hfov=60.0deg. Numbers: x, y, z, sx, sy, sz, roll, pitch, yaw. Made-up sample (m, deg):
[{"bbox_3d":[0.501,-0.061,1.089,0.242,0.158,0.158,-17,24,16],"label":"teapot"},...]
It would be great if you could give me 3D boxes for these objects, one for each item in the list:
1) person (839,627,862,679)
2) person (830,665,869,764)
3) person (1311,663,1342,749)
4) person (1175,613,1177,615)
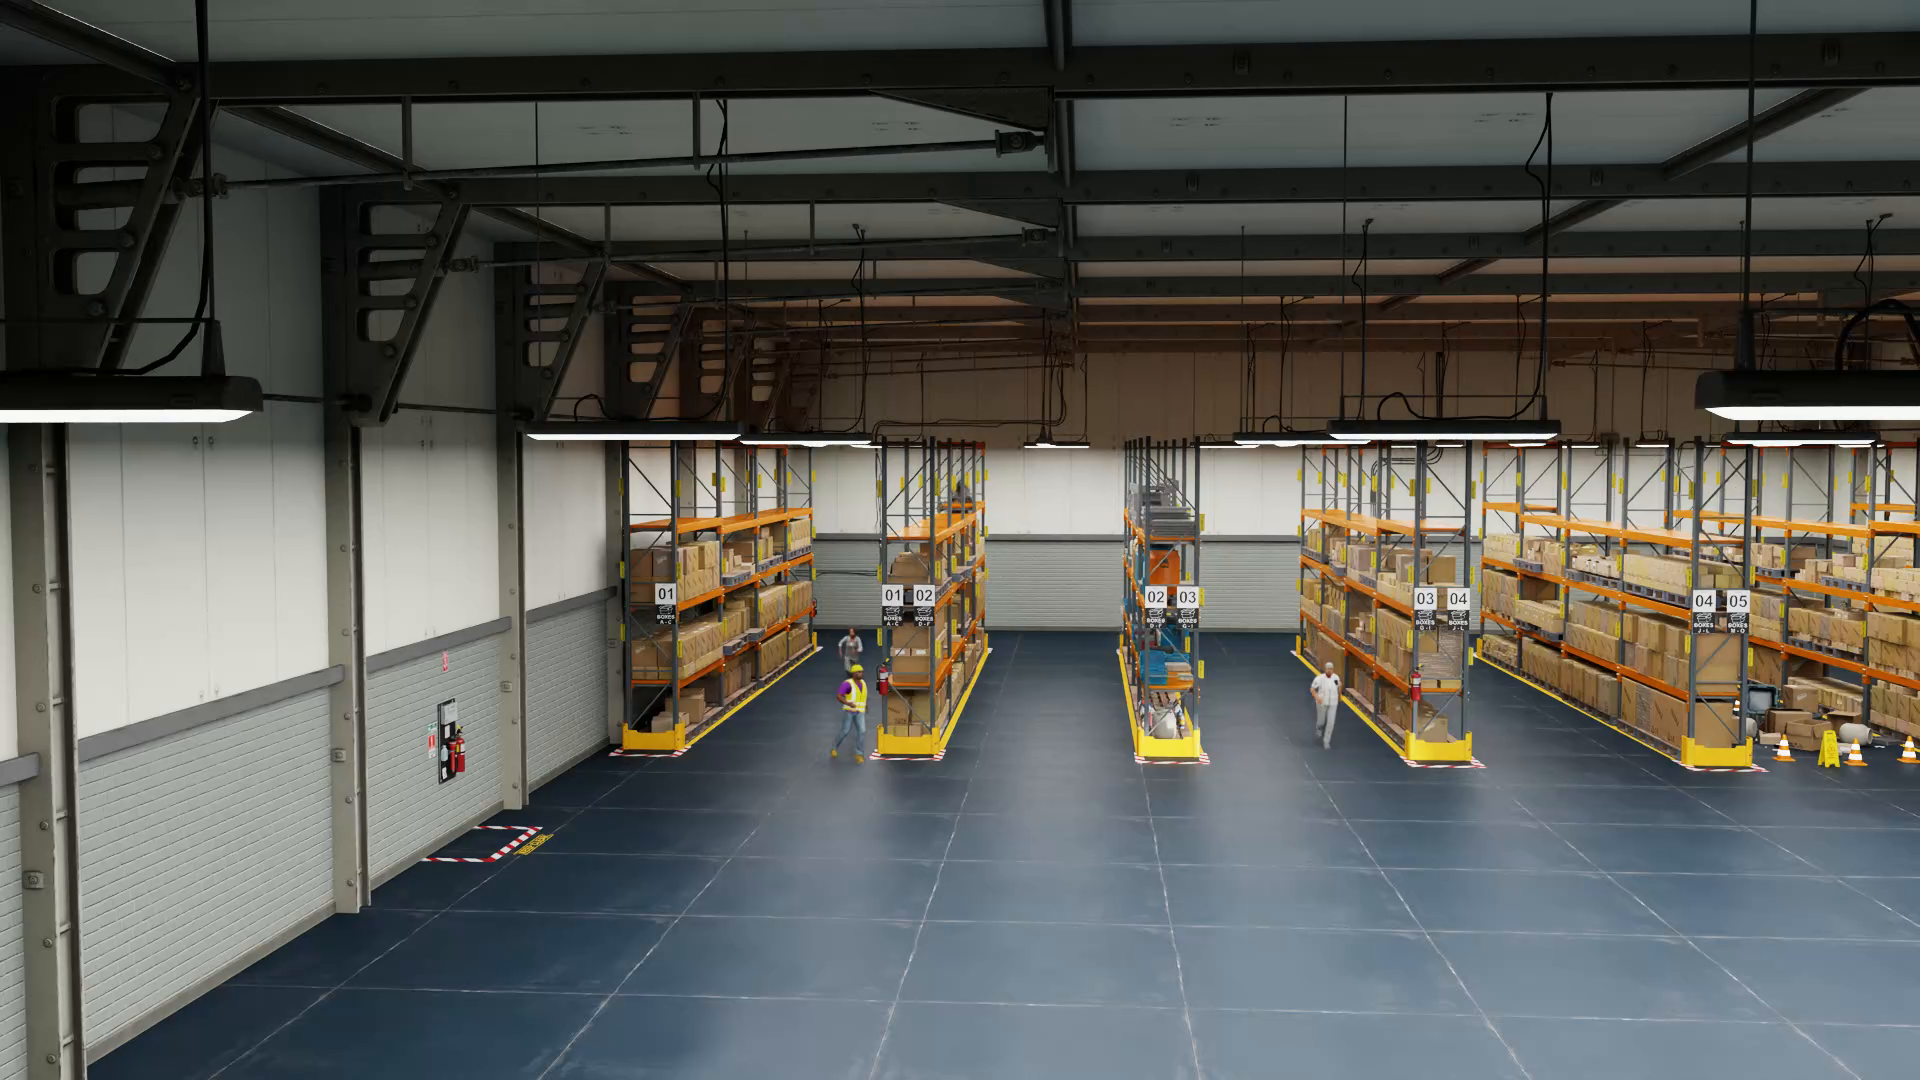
[{"bbox_3d":[-2.588,2.834,39.339,0.569,1.548,0.681,0,3,0],"label":"person"},{"bbox_3d":[-1.941,3.198,30.789,0.757,1.776,0.874,-2,4,-37],"label":"person"},{"bbox_3d":[7.127,3.192,32.319,0.630,1.651,0.760,0,3,-2],"label":"person"},{"bbox_3d":[6.371,2.250,48.986,0.596,1.744,0.699,1,3,13],"label":"person"}]
